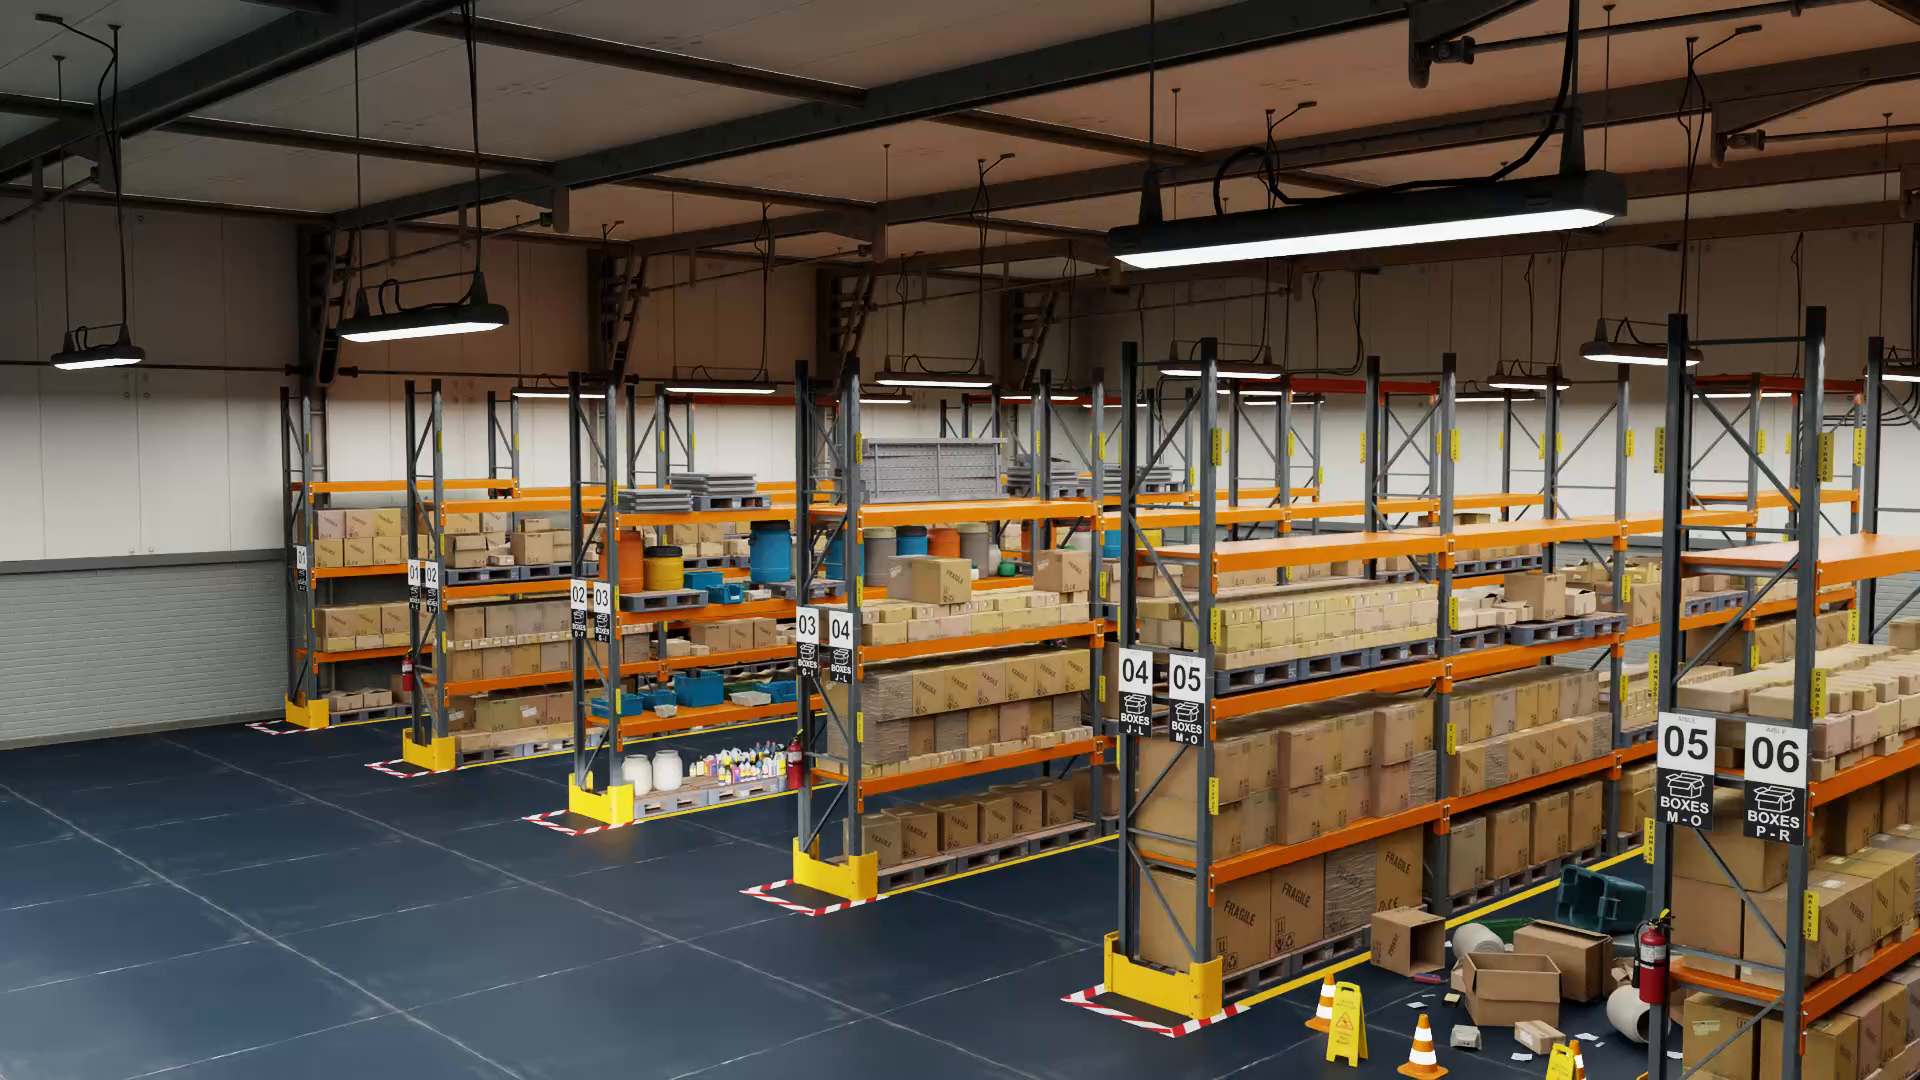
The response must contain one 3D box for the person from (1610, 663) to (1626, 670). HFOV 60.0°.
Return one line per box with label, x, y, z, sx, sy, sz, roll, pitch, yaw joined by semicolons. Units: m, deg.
person;9.960;2.701;25.109;0.603;1.721;0.655;-3;5;-41
